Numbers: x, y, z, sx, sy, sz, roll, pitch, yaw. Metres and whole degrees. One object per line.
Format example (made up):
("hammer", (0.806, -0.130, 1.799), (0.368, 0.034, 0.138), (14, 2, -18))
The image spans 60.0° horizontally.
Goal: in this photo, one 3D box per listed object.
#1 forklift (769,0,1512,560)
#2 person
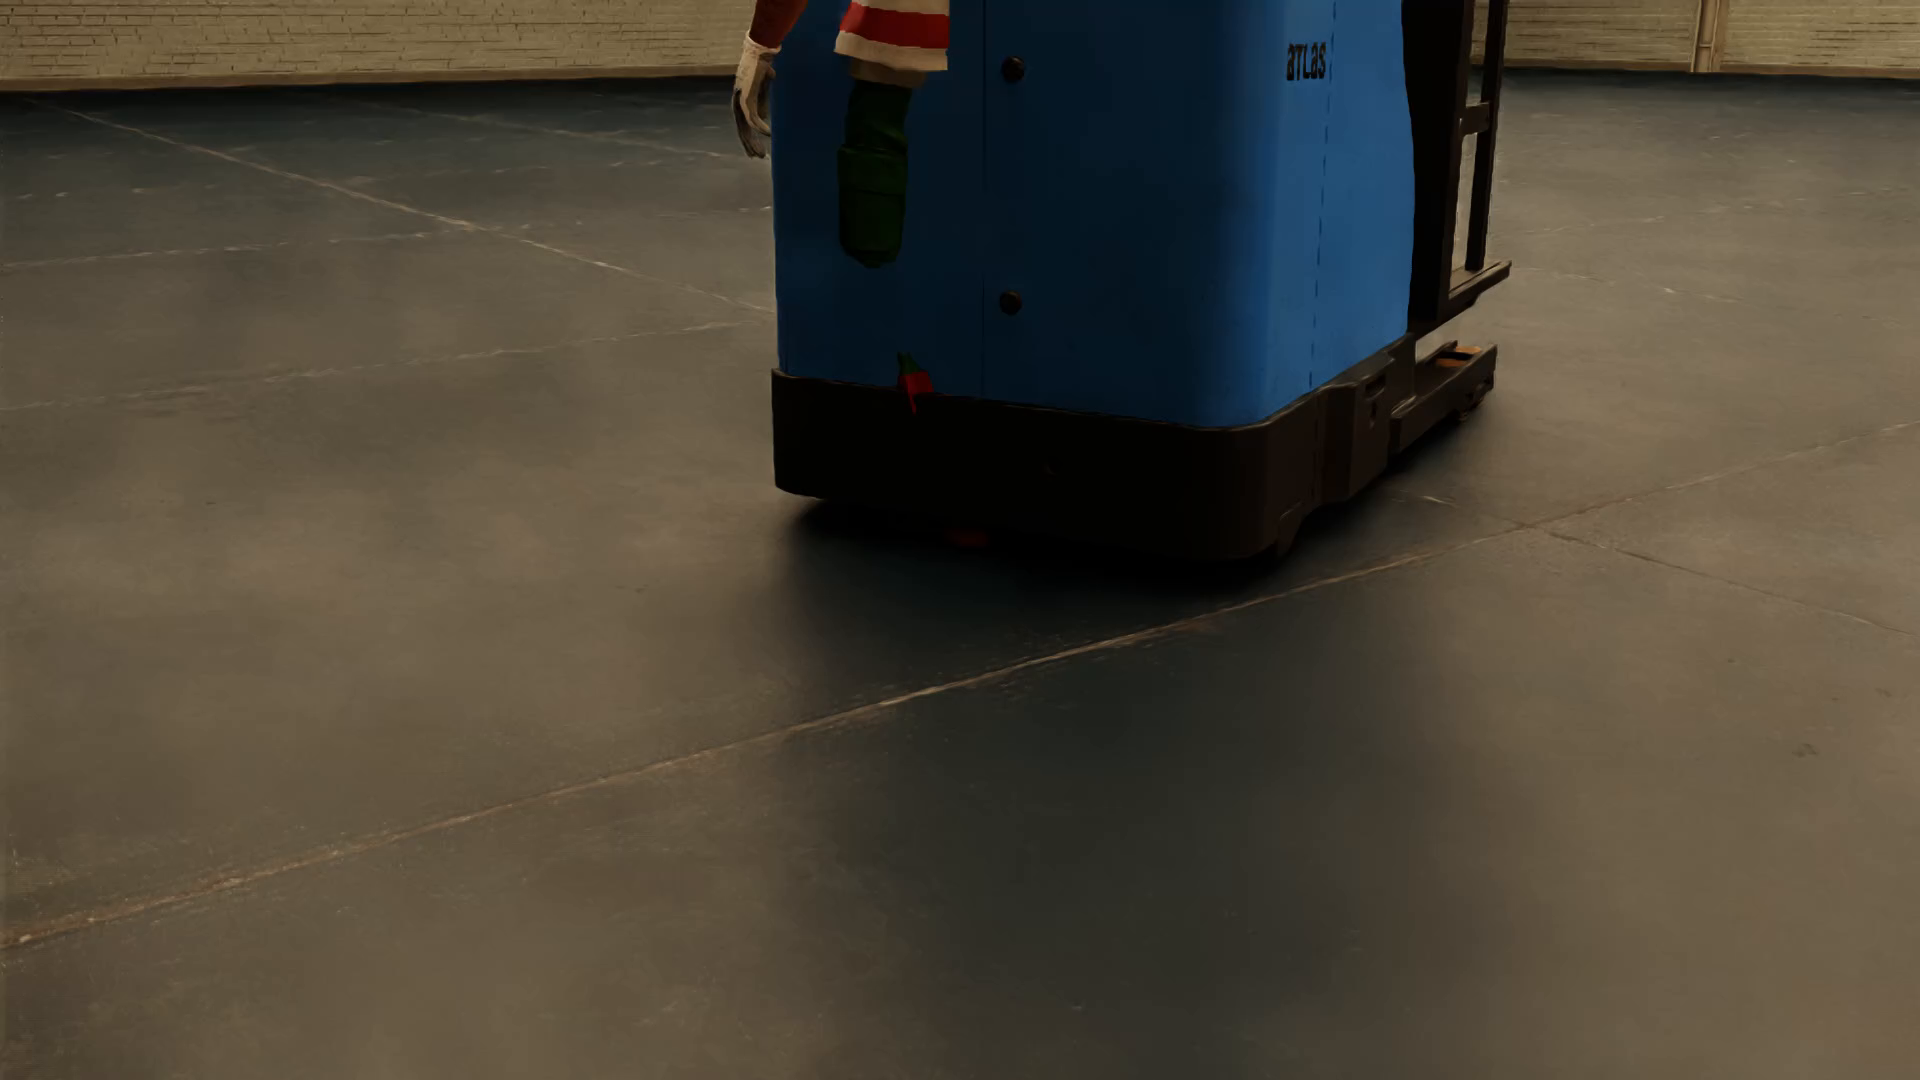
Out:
("forklift", (0.777, -1.758, 3.997), (1.130, 2.935, 3.031), (10, 20, 28))
("person", (-0.119, -0.893, 3.203), (0.713, 1.783, 0.558), (-14, 22, -37))
